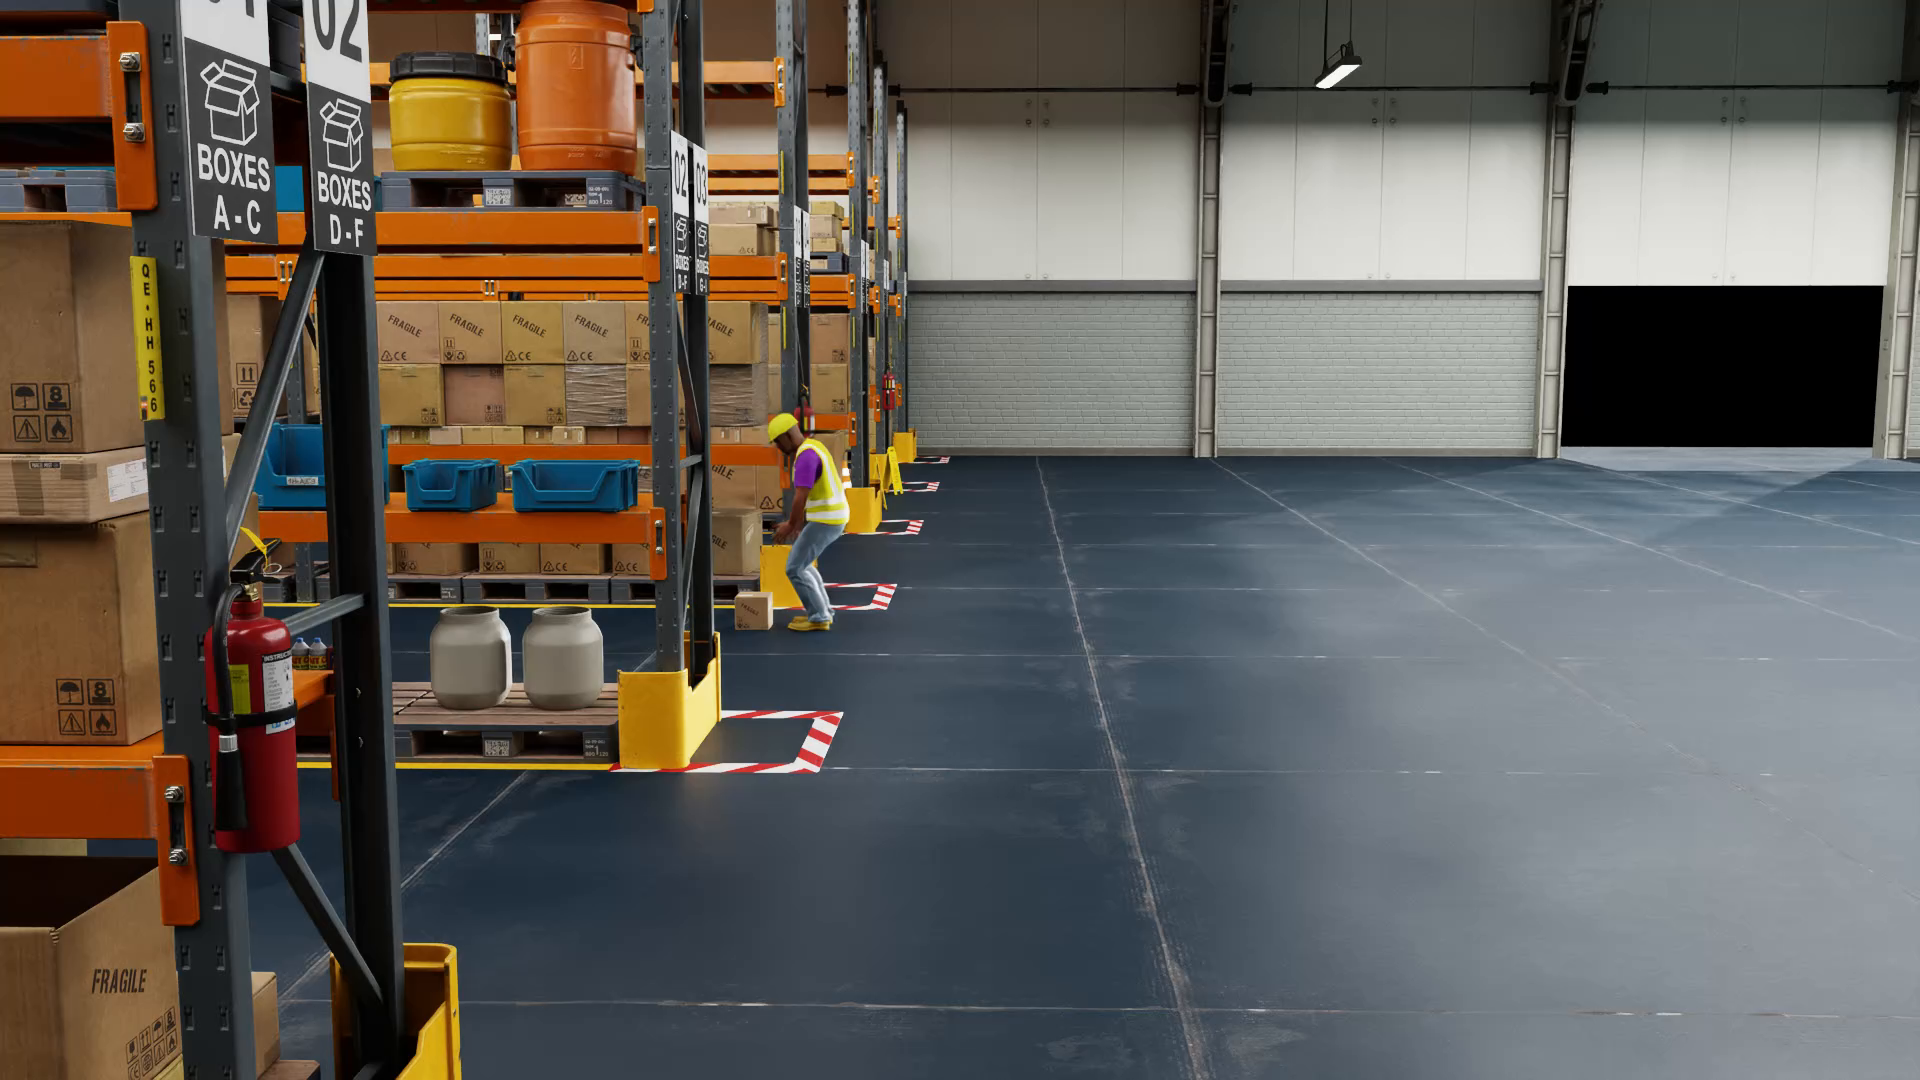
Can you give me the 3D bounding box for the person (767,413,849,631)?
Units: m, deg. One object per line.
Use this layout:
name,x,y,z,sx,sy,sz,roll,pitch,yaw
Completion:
person,-1.130,-0.138,12.390,0.599,1.613,0.616,0,7,2
